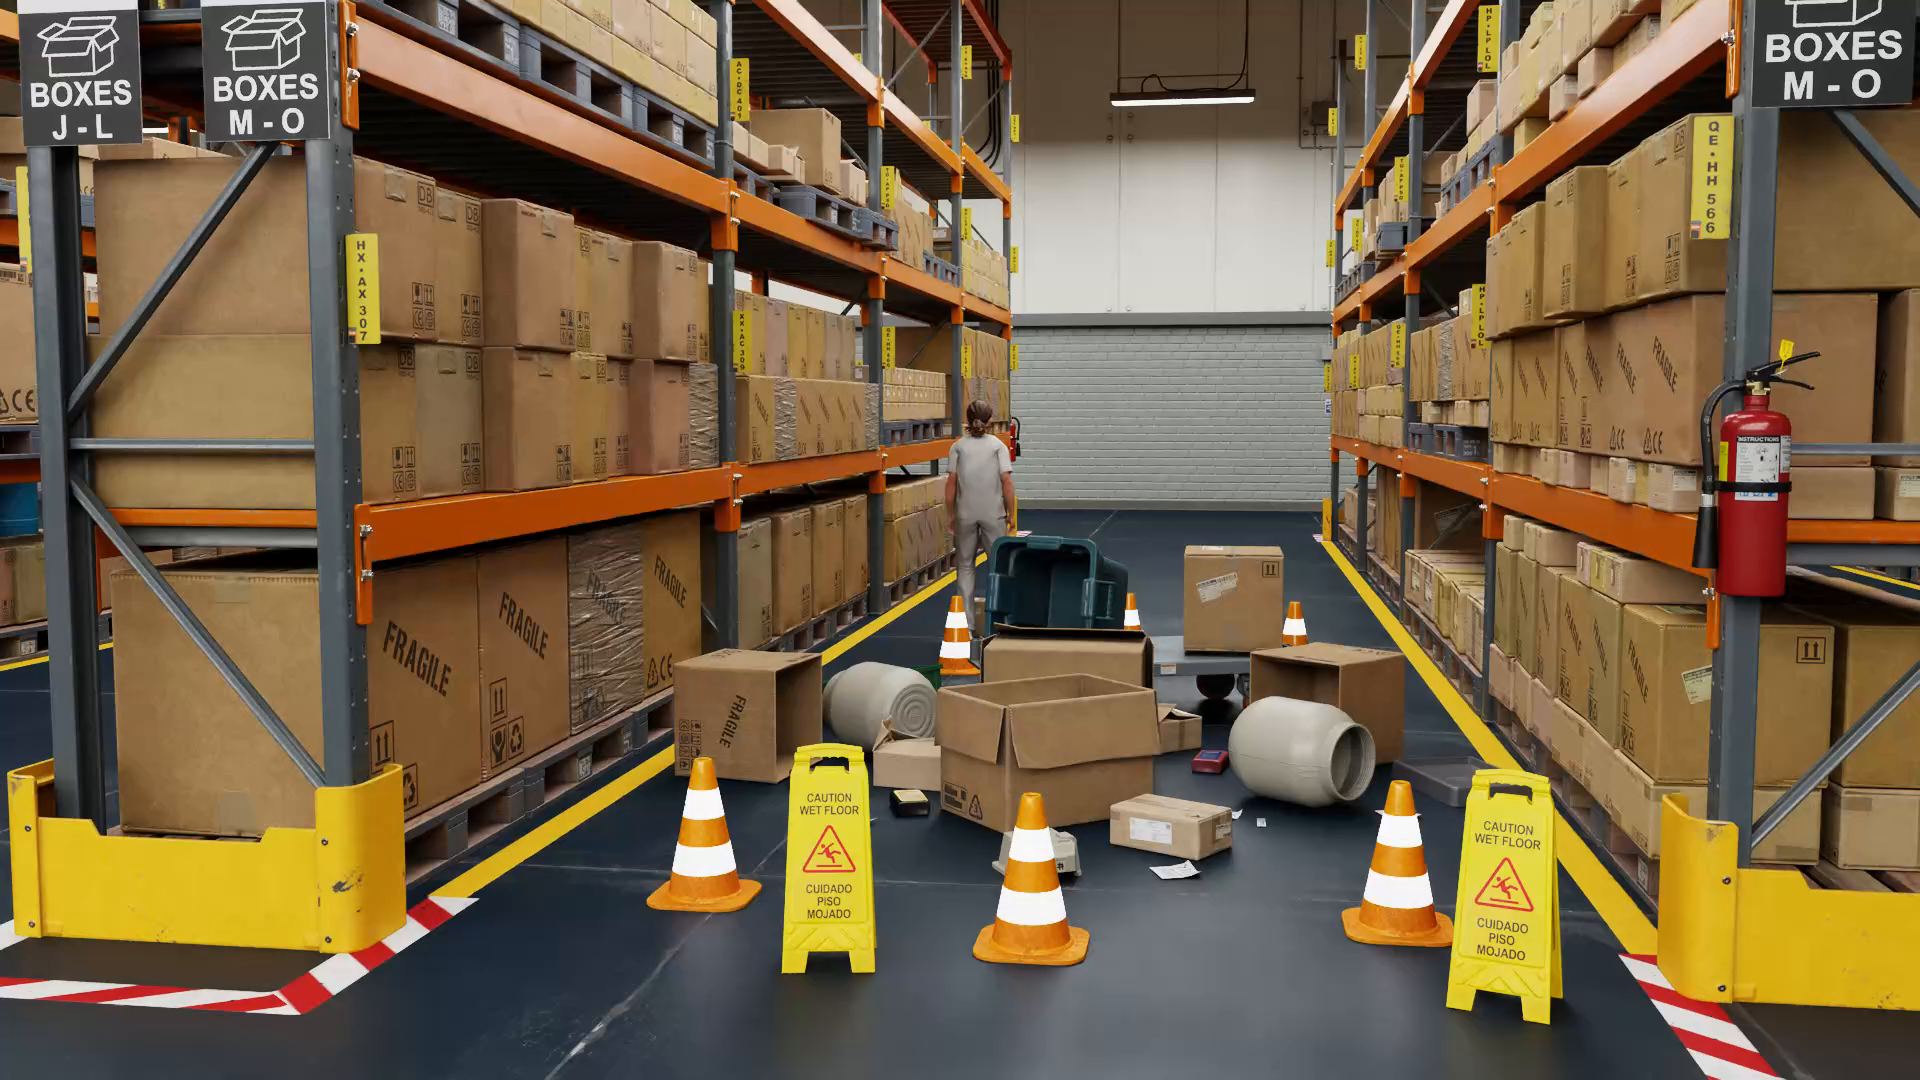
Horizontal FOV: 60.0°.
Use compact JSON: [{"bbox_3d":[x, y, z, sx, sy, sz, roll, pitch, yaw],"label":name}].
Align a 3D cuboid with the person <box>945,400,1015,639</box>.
[{"bbox_3d":[0.144,-0.139,11.599,0.487,1.673,0.361,1,5,8],"label":"person"}]
